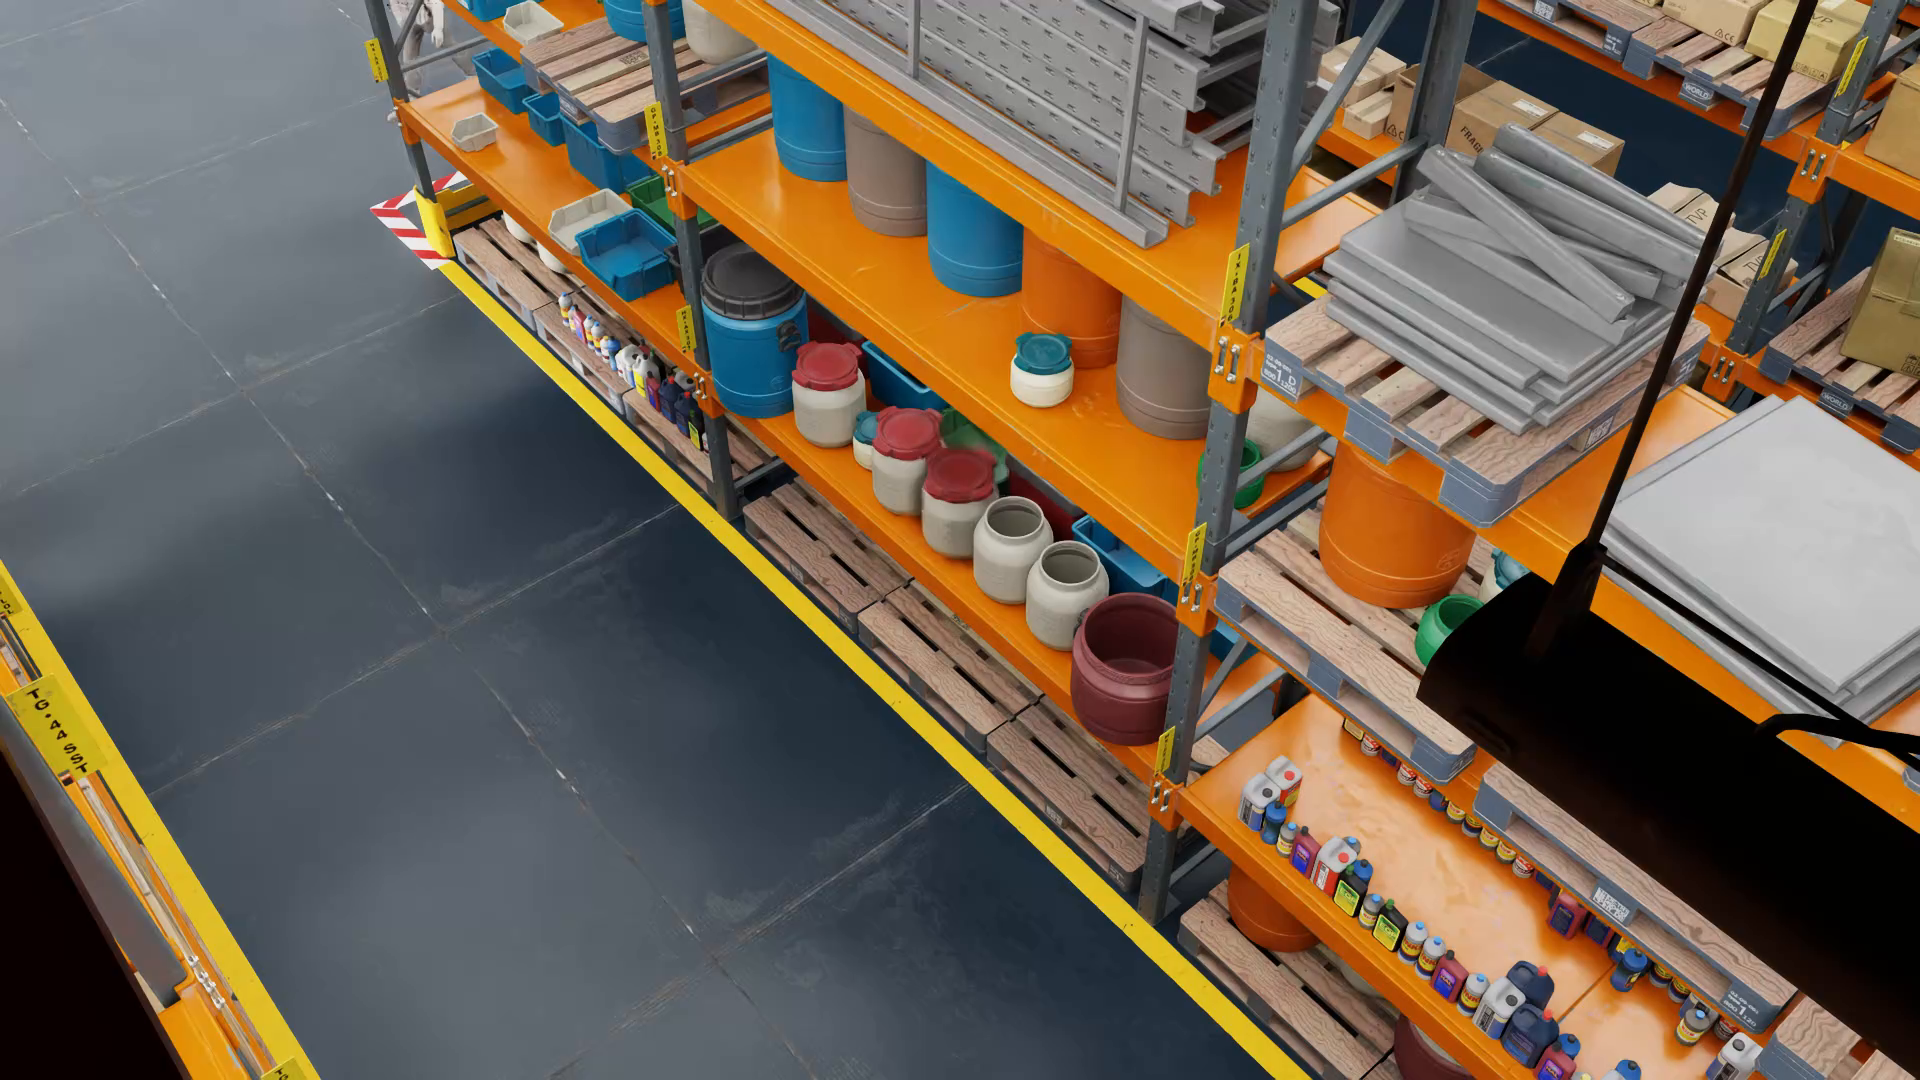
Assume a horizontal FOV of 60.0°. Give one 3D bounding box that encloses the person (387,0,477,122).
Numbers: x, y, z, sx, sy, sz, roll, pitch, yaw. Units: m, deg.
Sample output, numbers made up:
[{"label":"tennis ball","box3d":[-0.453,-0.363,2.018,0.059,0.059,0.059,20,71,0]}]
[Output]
[{"label":"person","box3d":[-4.565,-4.390,13.992,0.521,1.616,0.943,24,51,21]}]
